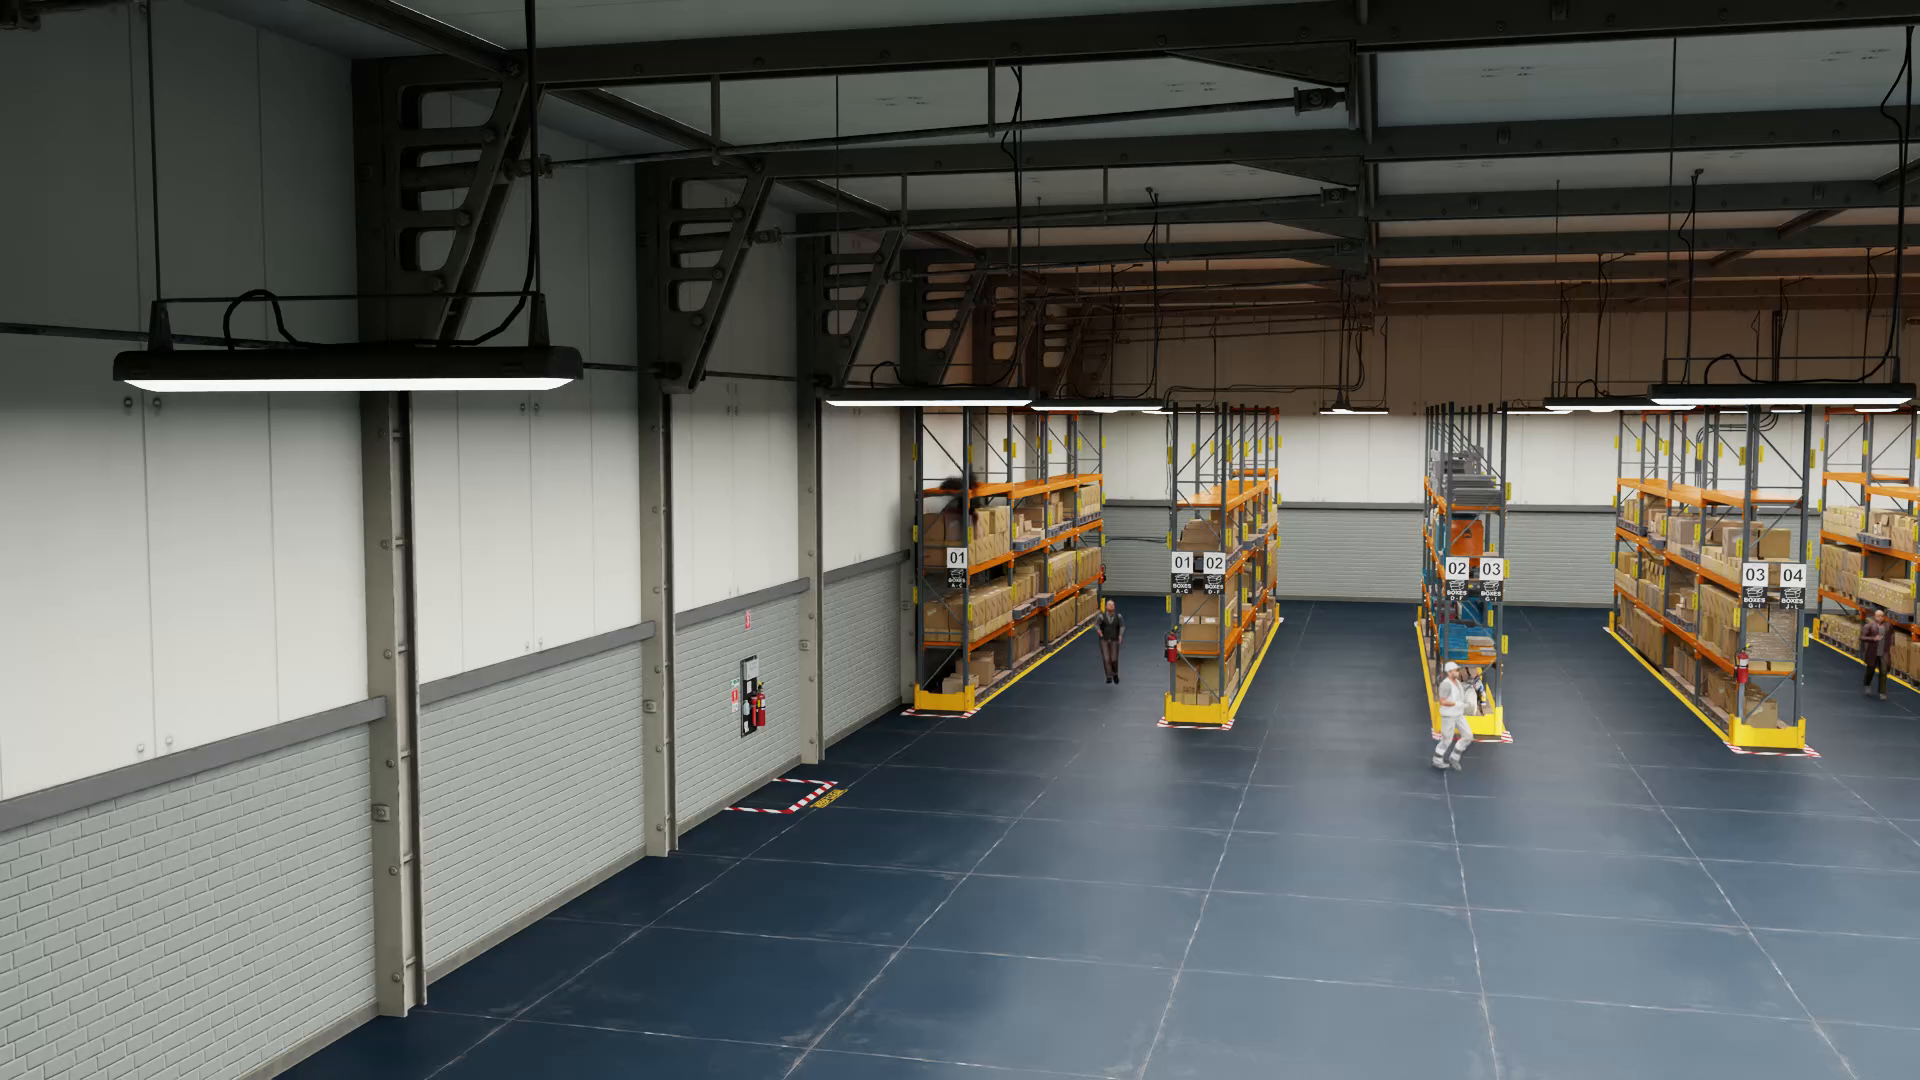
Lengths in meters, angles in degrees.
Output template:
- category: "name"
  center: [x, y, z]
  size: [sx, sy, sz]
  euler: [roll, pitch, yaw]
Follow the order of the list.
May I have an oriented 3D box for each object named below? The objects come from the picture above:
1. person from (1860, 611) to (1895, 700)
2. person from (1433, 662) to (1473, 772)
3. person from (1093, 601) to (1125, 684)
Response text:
- category: "person"
  center: [18.577, 2.301, 33.673]
  size: [0.703, 1.759, 1.067]
  euler: [1, 4, 14]
- category: "person"
  center: [7.963, 2.856, 26.806]
  size: [0.634, 1.796, 0.706]
  euler: [-4, 6, -40]
- category: "person"
  center: [3.061, 2.102, 34.043]
  size: [0.663, 1.698, 0.538]
  euler: [0, 4, 1]
